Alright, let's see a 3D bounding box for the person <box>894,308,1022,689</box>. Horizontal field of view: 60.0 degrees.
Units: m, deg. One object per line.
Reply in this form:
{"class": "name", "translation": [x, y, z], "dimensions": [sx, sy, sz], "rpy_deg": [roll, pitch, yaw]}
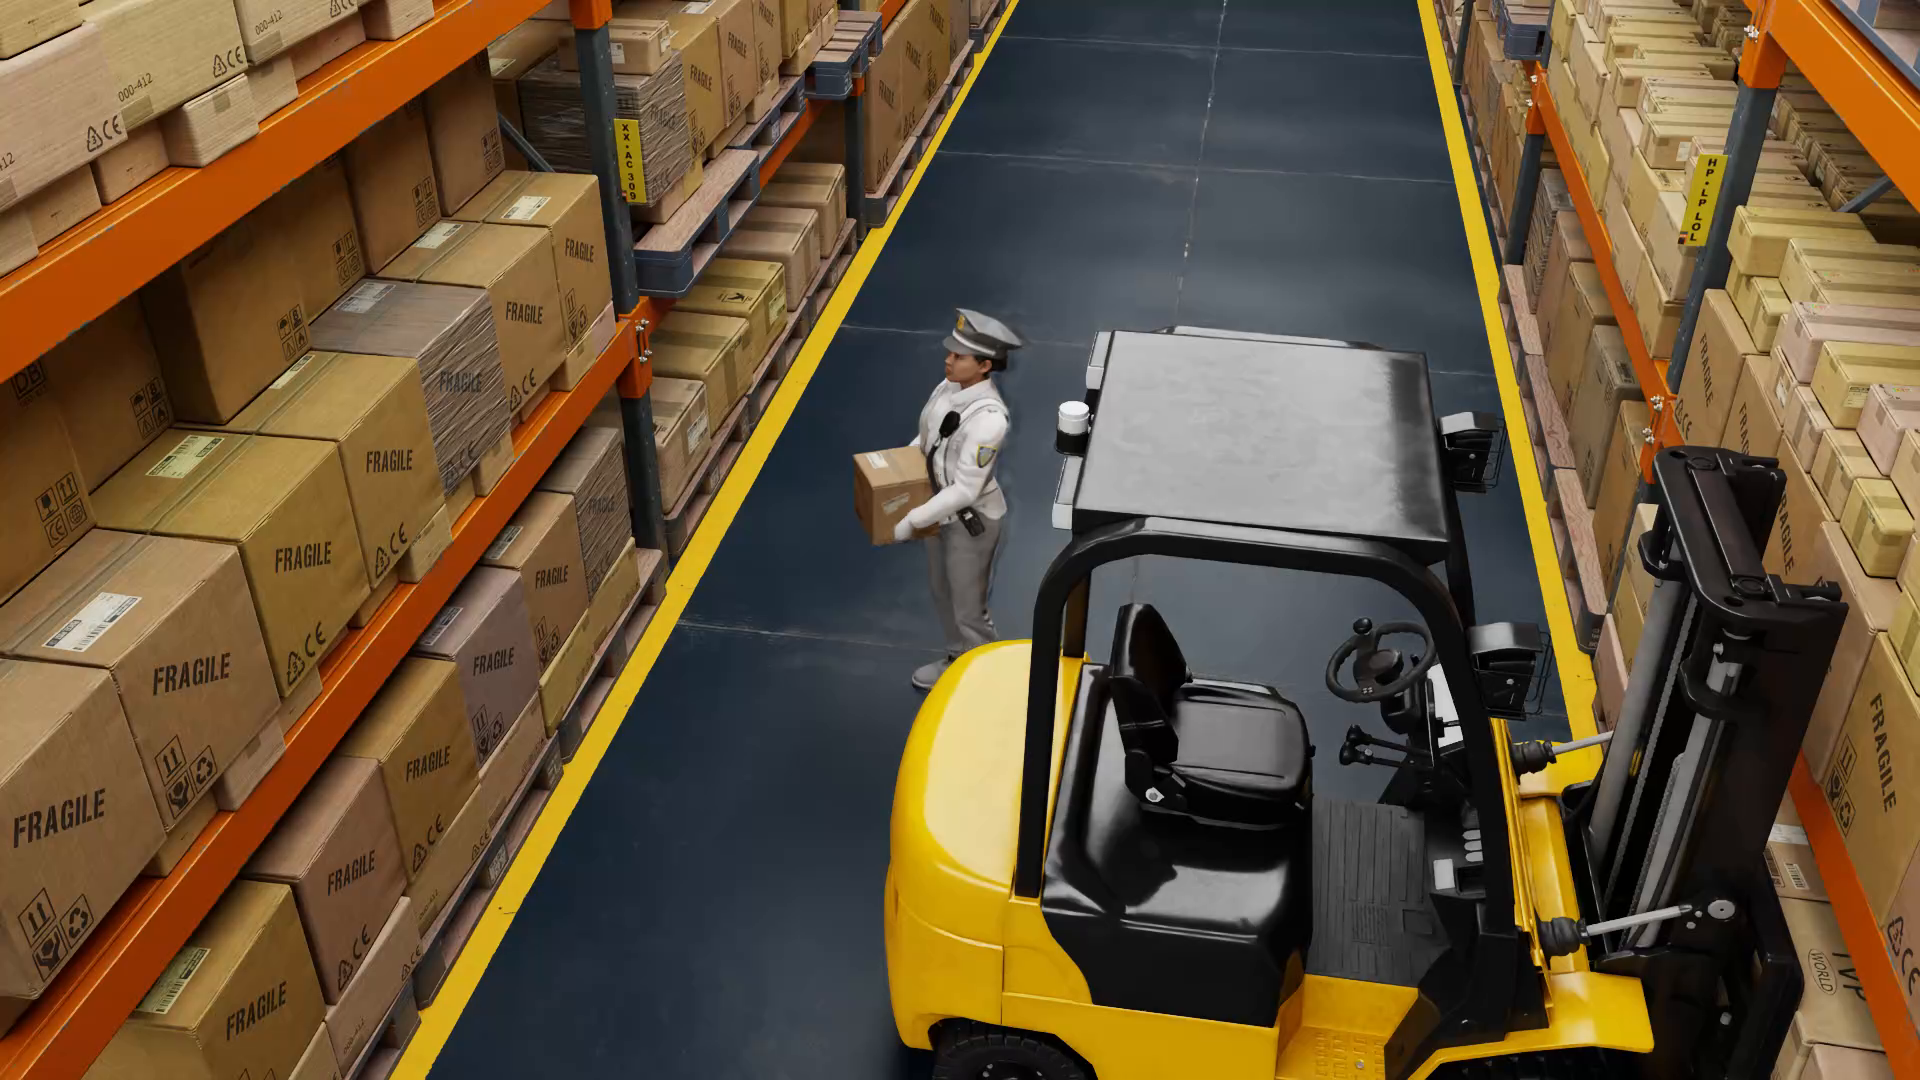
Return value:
{"class": "person", "translation": [-0.062, -0.076, 6.226], "dimensions": [0.554, 1.693, 0.466], "rpy_deg": [-10, 34, -15]}
